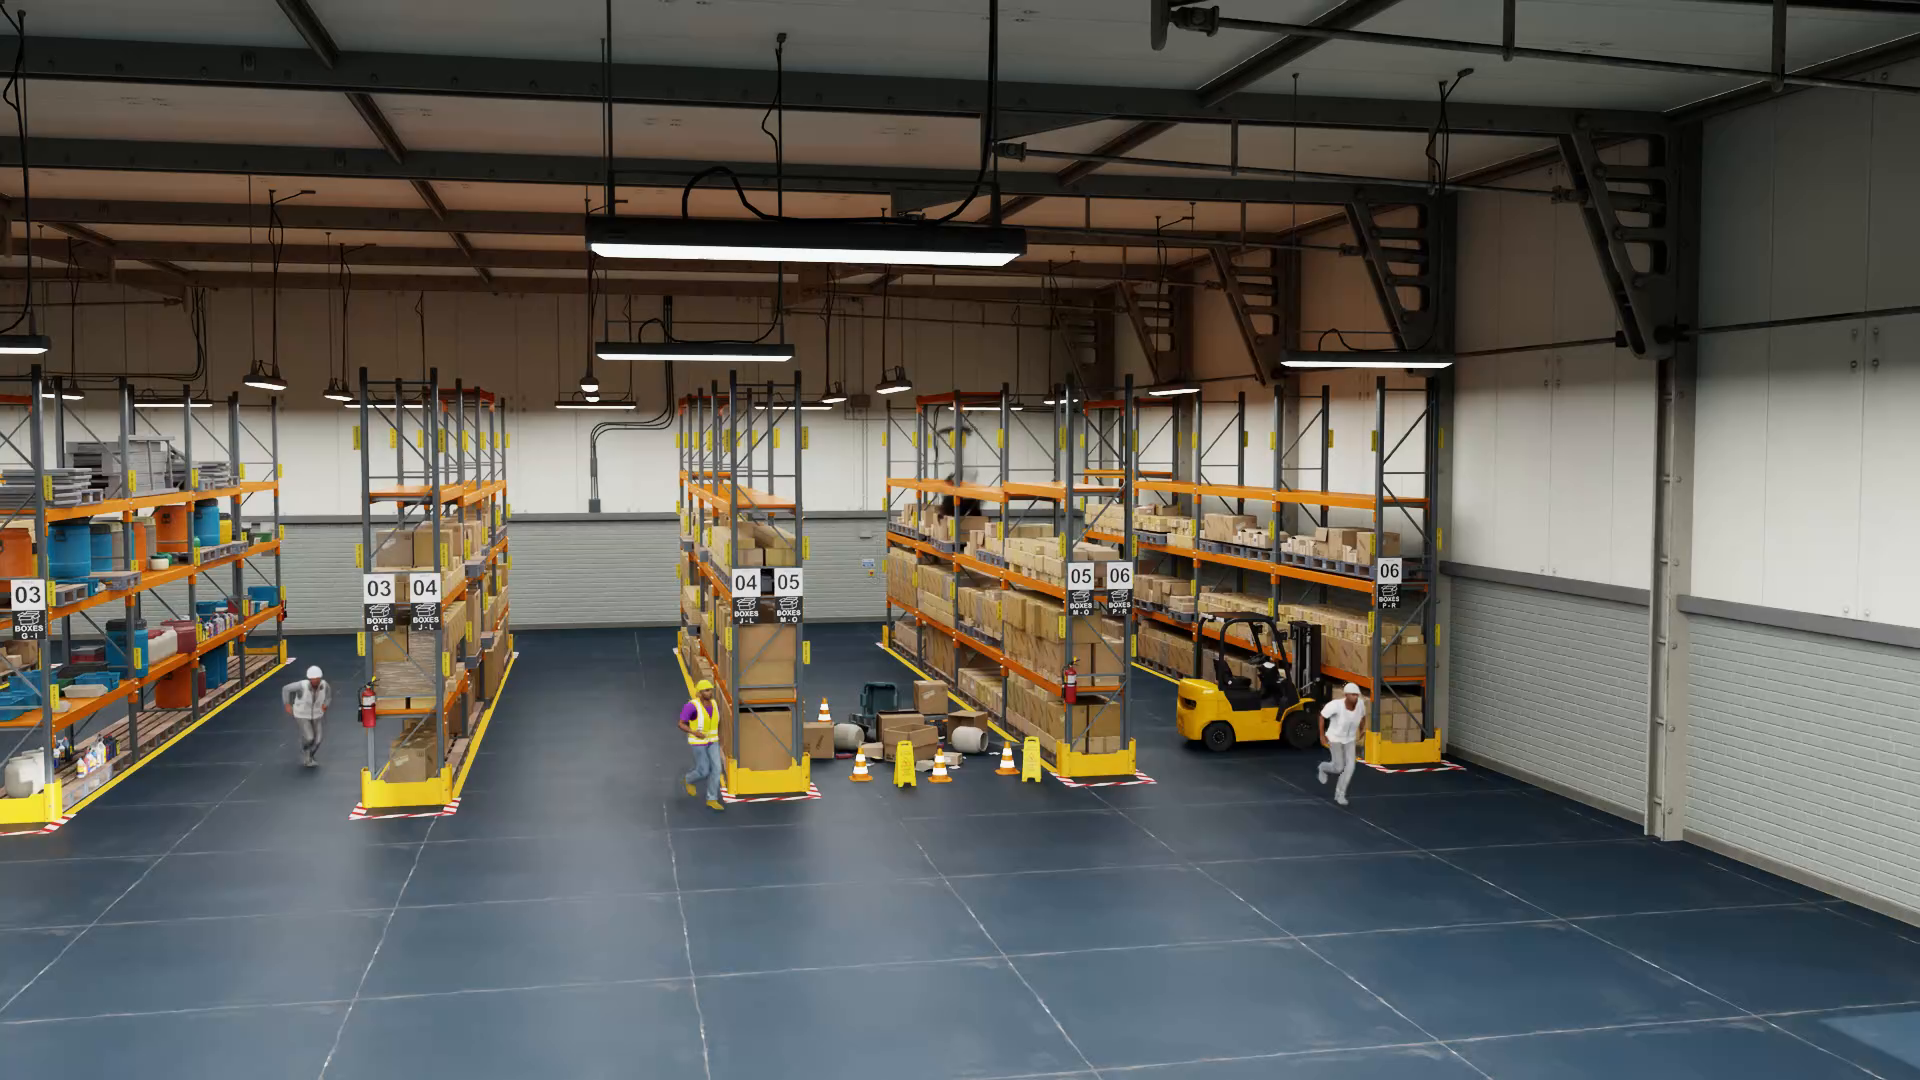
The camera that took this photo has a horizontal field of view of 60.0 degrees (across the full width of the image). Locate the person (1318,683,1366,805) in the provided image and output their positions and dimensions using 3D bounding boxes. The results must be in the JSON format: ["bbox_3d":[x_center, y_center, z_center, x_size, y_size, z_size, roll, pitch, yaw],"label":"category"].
[{"bbox_3d":[5.297,2.802,23.146,0.698,1.700,0.881,-1,4,-23],"label":"person"}]

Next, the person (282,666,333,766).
[{"bbox_3d":[-9.923,2.695,25.314,0.685,1.595,0.864,-3,4,-37],"label":"person"}]

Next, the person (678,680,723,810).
[{"bbox_3d":[-3.526,2.787,22.811,0.739,1.757,0.784,-3,5,-42],"label":"person"}]
